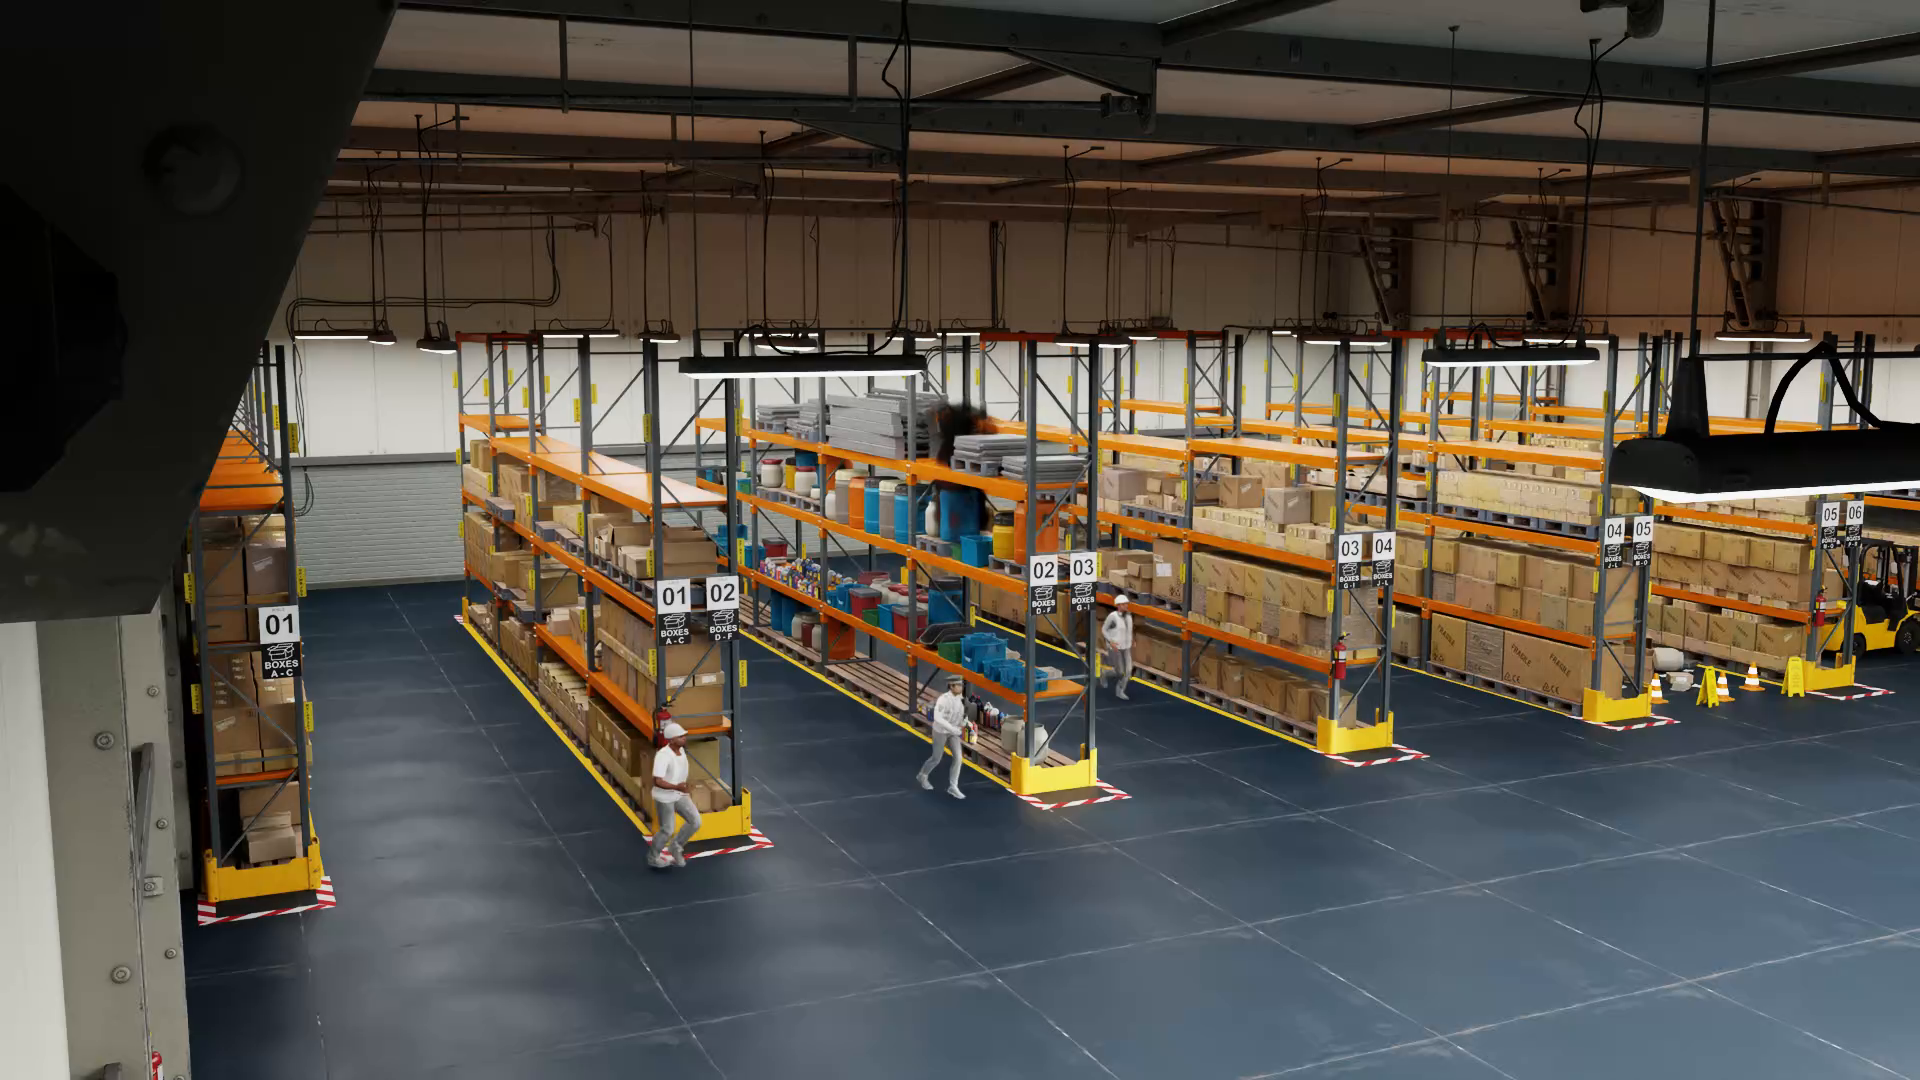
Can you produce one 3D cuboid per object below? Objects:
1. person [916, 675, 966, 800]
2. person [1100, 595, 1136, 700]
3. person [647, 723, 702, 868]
[{"bbox_3d":[-0.225,2.568,22.053,0.804,1.677,0.607,8,11,44],"label":"person"},{"bbox_3d":[2.635,1.760,27.706,0.667,1.733,0.663,-6,10,-38],"label":"person"},{"bbox_3d":[-3.265,2.930,18.954,0.741,1.731,0.704,3,8,23],"label":"person"}]
